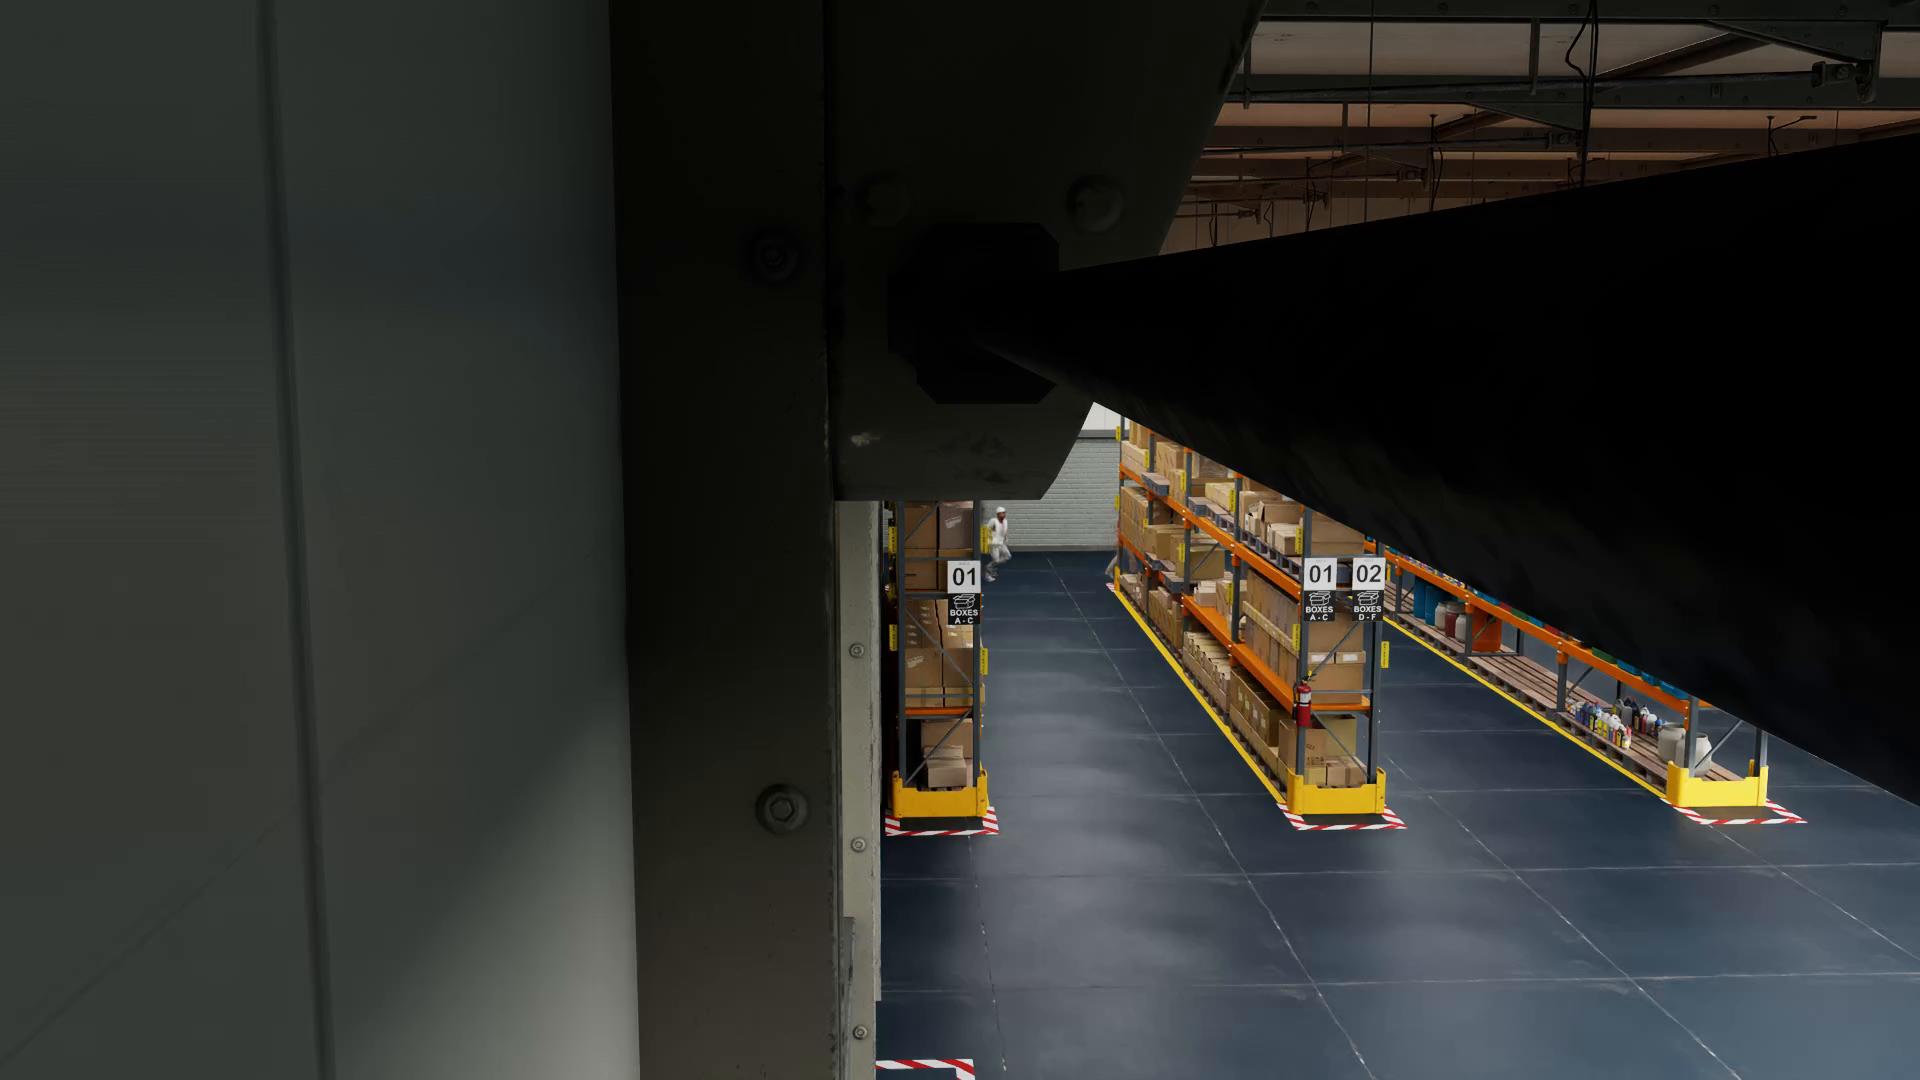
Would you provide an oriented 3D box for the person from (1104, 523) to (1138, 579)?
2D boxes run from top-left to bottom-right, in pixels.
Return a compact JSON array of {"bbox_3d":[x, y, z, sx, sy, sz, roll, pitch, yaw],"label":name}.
[{"bbox_3d":[3.769,0.083,37.533,1.036,1.703,0.645,2,8,13],"label":"person"}]

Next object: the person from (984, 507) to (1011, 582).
[{"bbox_3d":[0.882,0.083,37.746,0.542,1.681,0.768,5,10,30],"label":"person"}]
